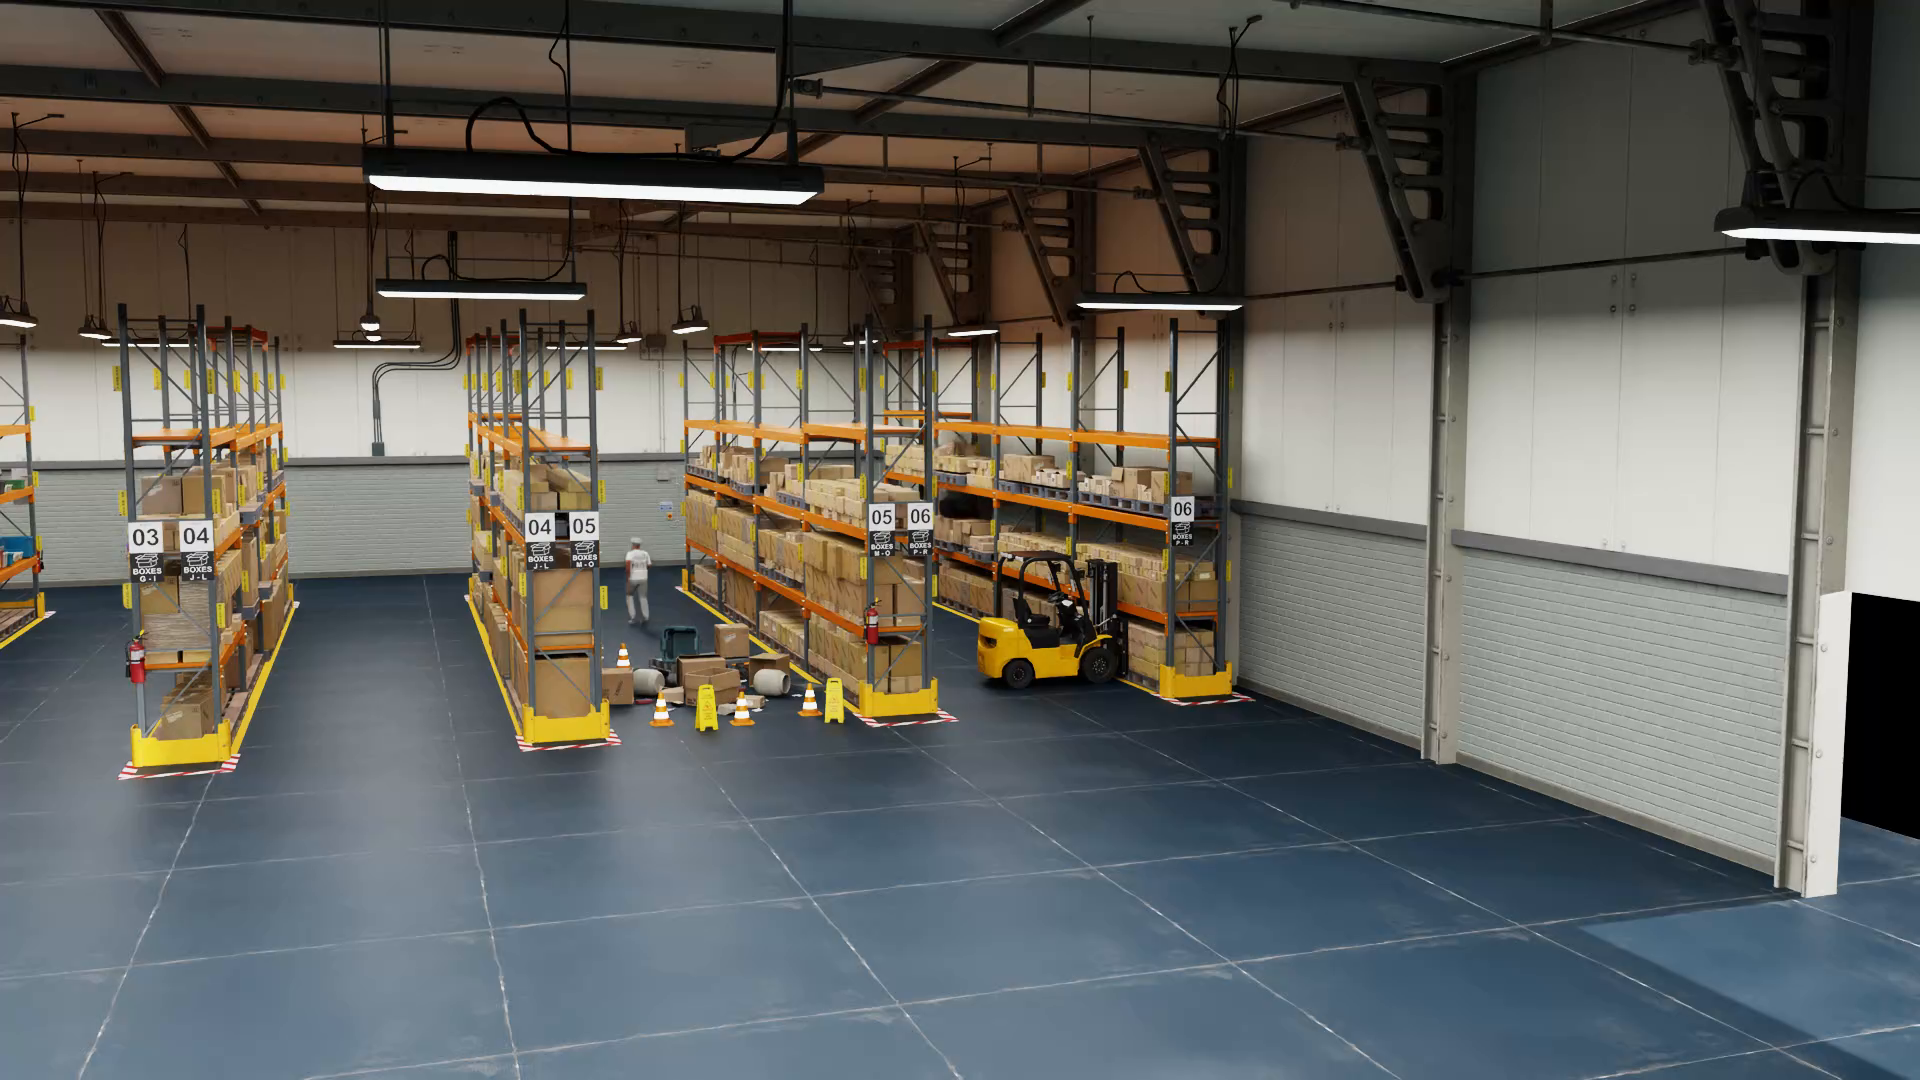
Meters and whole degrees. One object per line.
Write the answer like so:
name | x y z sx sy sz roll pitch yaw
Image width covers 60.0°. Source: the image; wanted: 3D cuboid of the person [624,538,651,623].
person | -6.665 0.872 34.392 0.602 1.833 0.853 -2 6 -24
